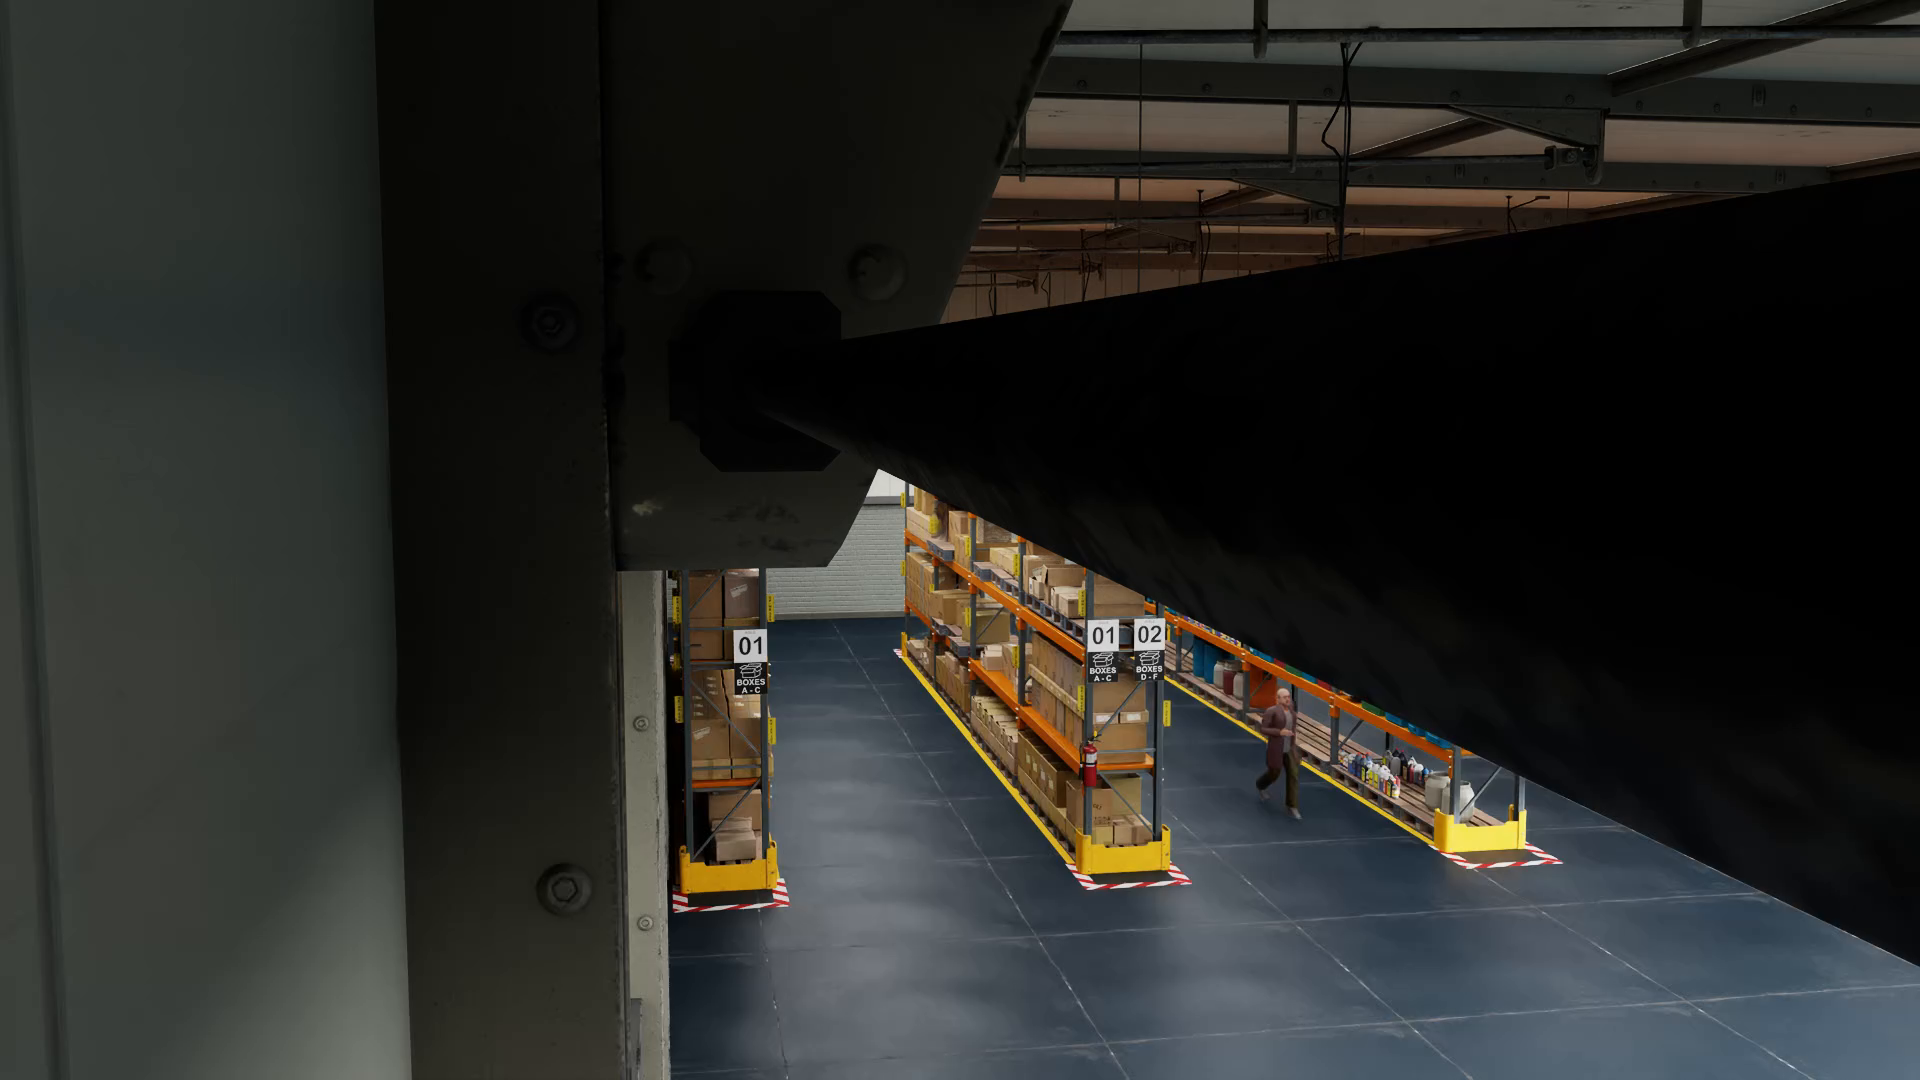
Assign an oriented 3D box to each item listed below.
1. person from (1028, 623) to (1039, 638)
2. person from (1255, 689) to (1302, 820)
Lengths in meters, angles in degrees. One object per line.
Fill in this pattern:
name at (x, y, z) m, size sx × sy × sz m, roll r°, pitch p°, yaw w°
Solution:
person at (1.466, 1.813, 35.609) m, size 0.531 × 1.730 × 0.880 m, roll -3°, pitch 6°, yaw -24°
person at (4.547, 3.004, 23.699) m, size 0.715 × 1.827 × 1.045 m, roll -2°, pitch 6°, yaw -23°
